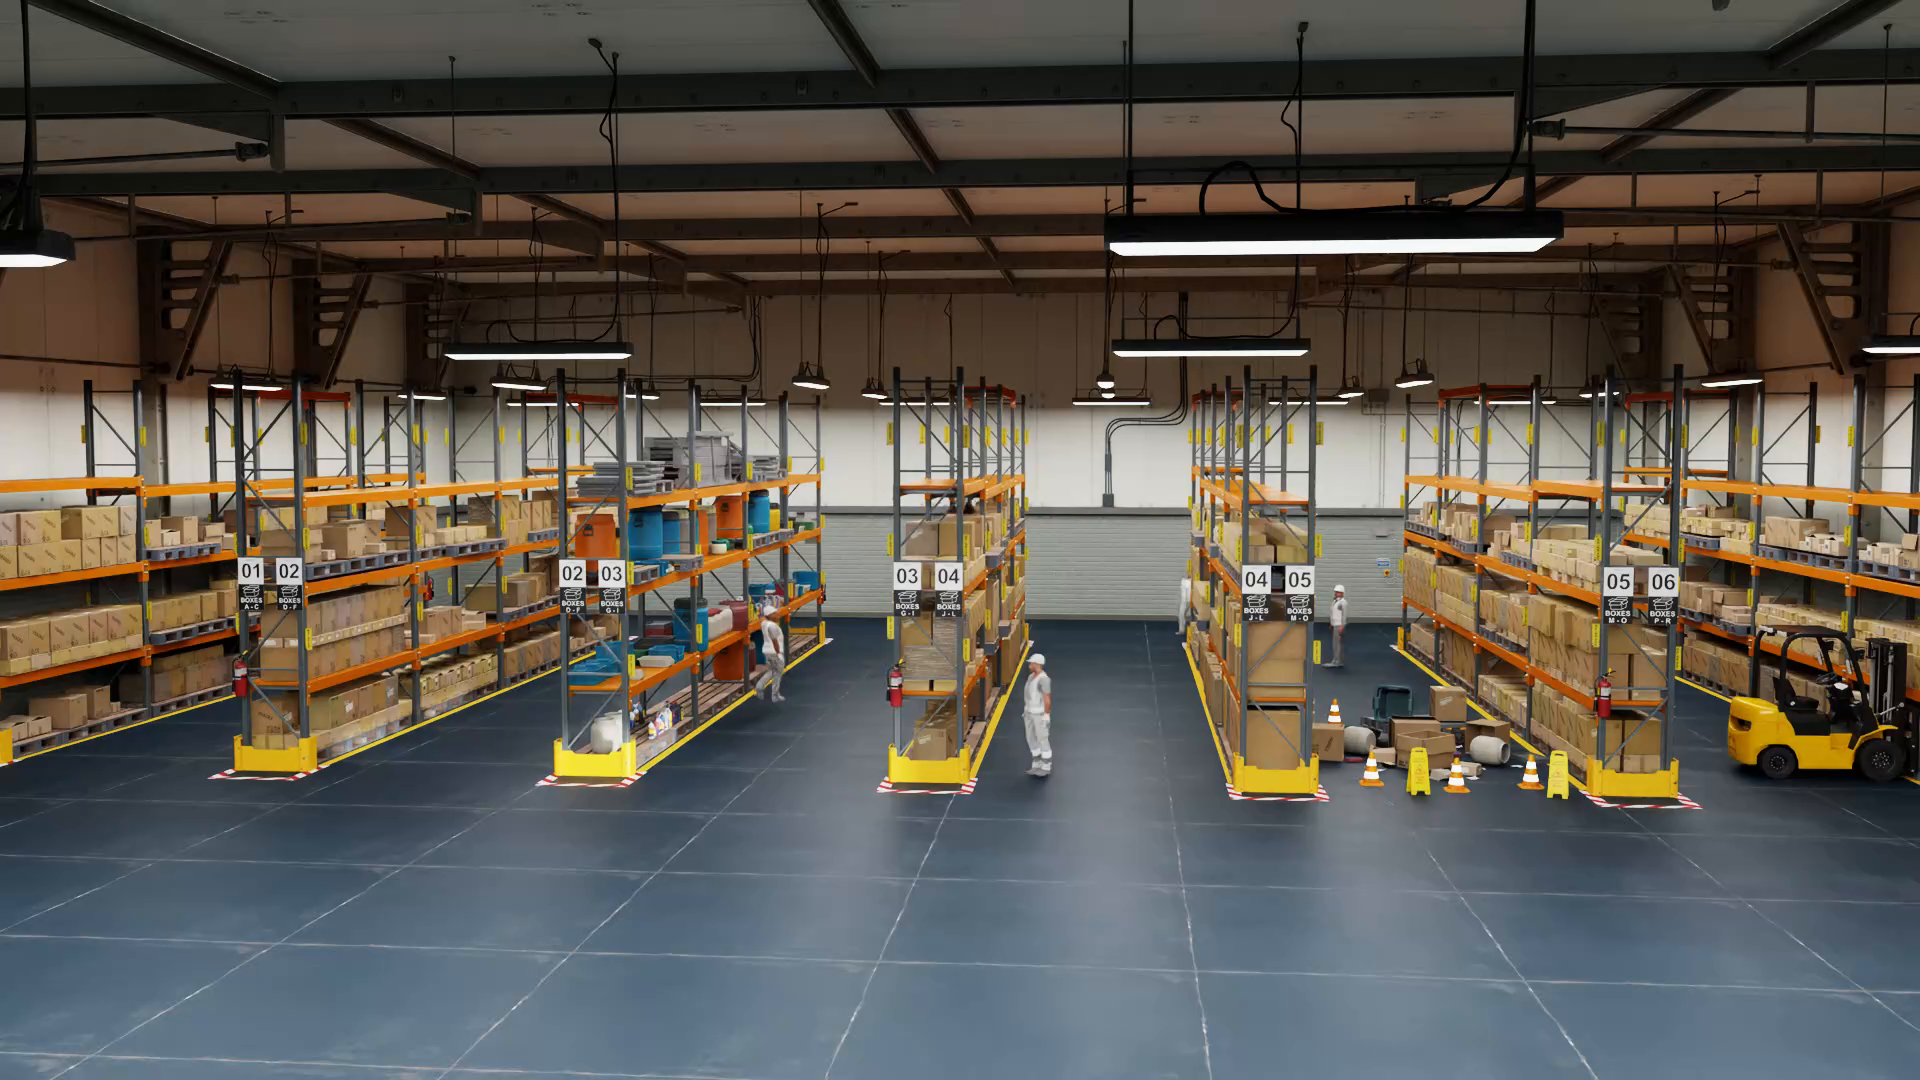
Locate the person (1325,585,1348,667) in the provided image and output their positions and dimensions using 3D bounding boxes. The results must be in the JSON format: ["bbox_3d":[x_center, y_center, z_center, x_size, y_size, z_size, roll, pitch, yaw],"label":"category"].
[{"bbox_3d":[8.216,1.870,36.288,0.484,1.774,0.585,1,4,11],"label":"person"}]

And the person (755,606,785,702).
[{"bbox_3d":[-3.456,2.082,30.419,0.568,1.770,0.610,4,5,45],"label":"person"}]

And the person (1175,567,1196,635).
[{"bbox_3d":[5.798,1.532,41.987,0.566,1.719,1.022,2,4,31],"label":"person"}]

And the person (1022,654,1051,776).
[{"bbox_3d":[1.145,2.585,24.534,0.350,1.822,0.661,-2,4,-29],"label":"person"}]
